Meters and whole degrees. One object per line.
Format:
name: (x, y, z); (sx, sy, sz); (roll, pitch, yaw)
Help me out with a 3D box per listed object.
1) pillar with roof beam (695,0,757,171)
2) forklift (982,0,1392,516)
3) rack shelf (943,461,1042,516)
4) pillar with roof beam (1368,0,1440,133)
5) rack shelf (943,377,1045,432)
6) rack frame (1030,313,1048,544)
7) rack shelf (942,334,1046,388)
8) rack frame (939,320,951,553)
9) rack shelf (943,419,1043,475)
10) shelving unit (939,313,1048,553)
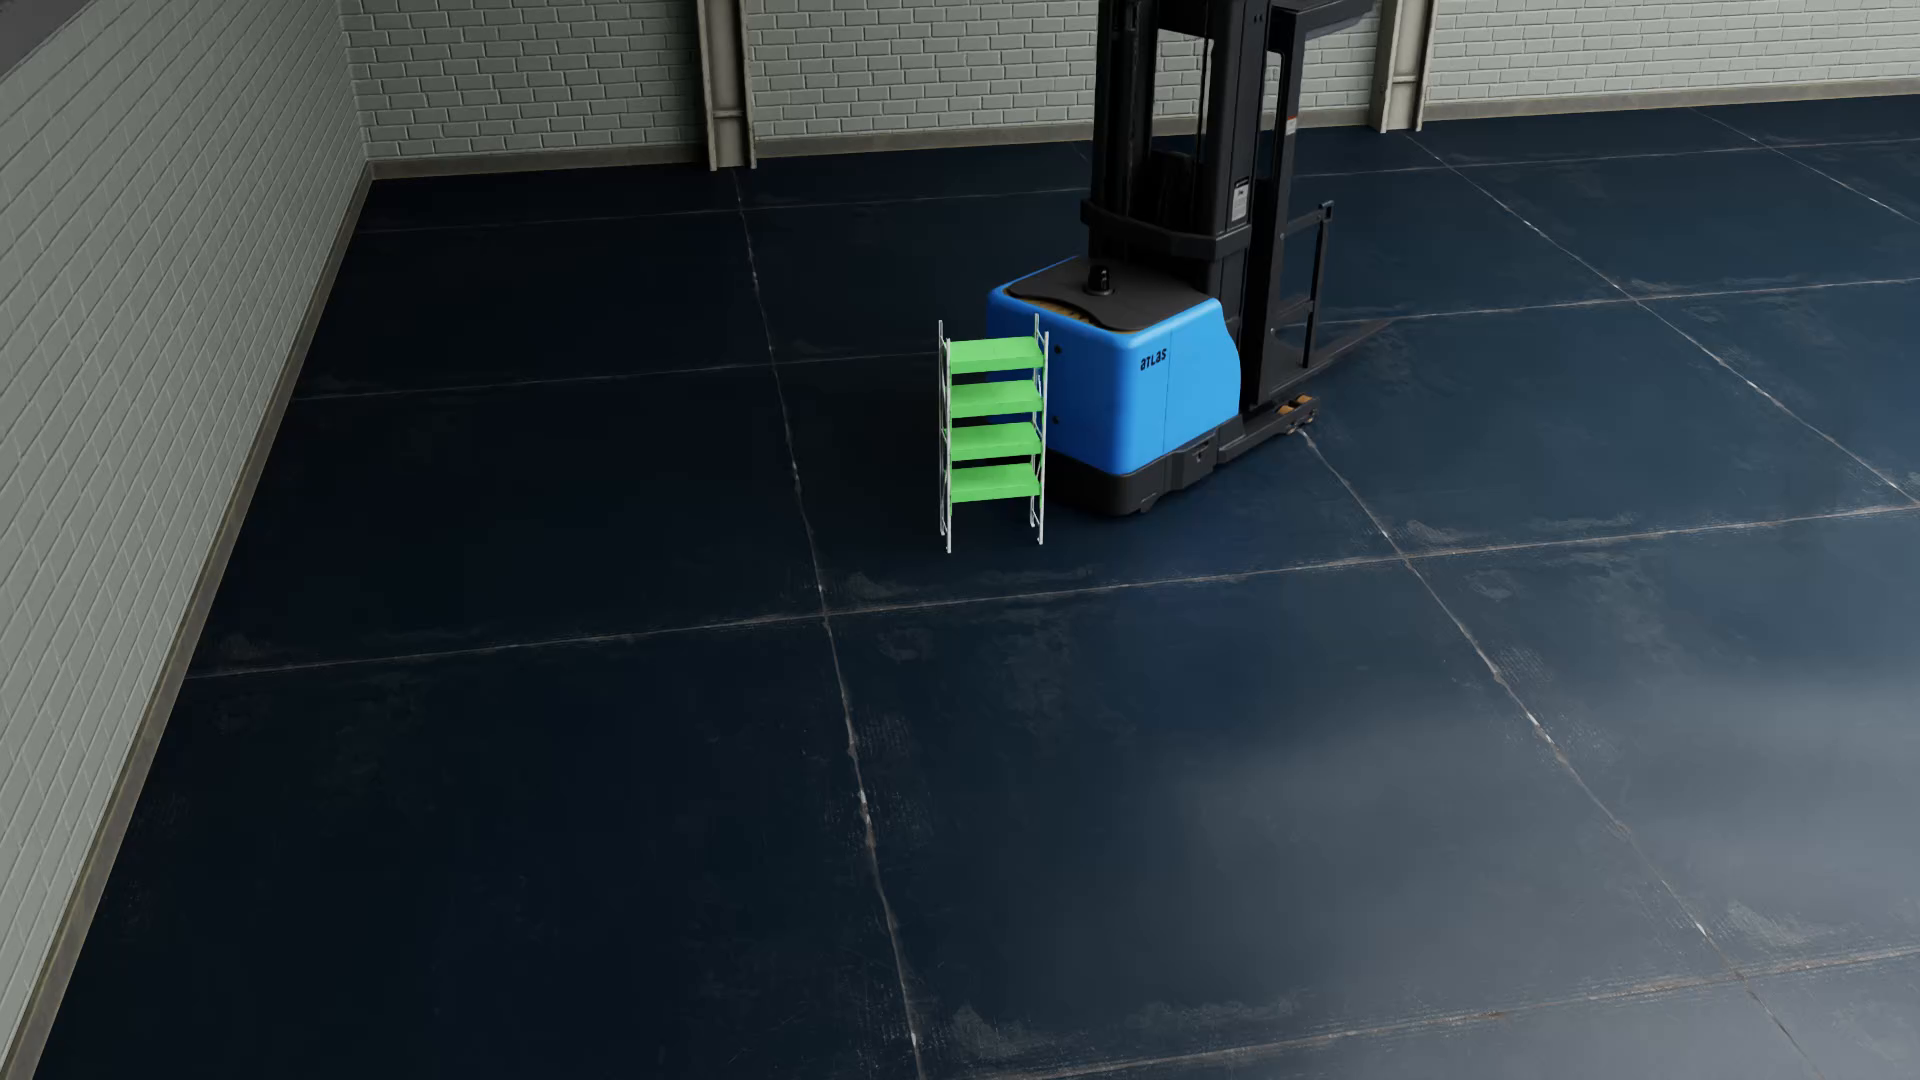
pillar with roof beam: (-1.173, -4.948, 8.286); (0.400, 9.000, 9.100); (-5, 31, -9)
forklift: (1.502, -2.047, 9.340); (1.130, 2.935, 3.031); (26, 39, 36)
rack shelf: (0.163, -0.270, 8.626); (0.480, 0.148, 0.258); (-5, 31, -9)
pillar with roof beam: (4.729, -5.495, 9.218); (0.400, 9.000, 9.100); (-5, 31, -9)
rack shelf: (0.163, -0.684, 8.382); (0.480, 0.148, 0.258); (-5, 31, -9)
rack frame: (0.403, -0.555, 8.509); (0.015, 1.200, 0.240); (-5, 31, -9)
rack shelf: (0.163, -0.891, 8.261); (0.480, 0.148, 0.258); (-5, 31, -9)
rack frame: (-0.077, -0.510, 8.434); (0.015, 1.200, 0.240); (-5, 31, -9)
rack shelf: (0.163, -0.477, 8.504); (0.480, 0.148, 0.258); (-5, 31, -9)
shelving unit: (0.163, -0.532, 8.472); (0.503, 1.200, 0.258); (-5, 31, -9)
